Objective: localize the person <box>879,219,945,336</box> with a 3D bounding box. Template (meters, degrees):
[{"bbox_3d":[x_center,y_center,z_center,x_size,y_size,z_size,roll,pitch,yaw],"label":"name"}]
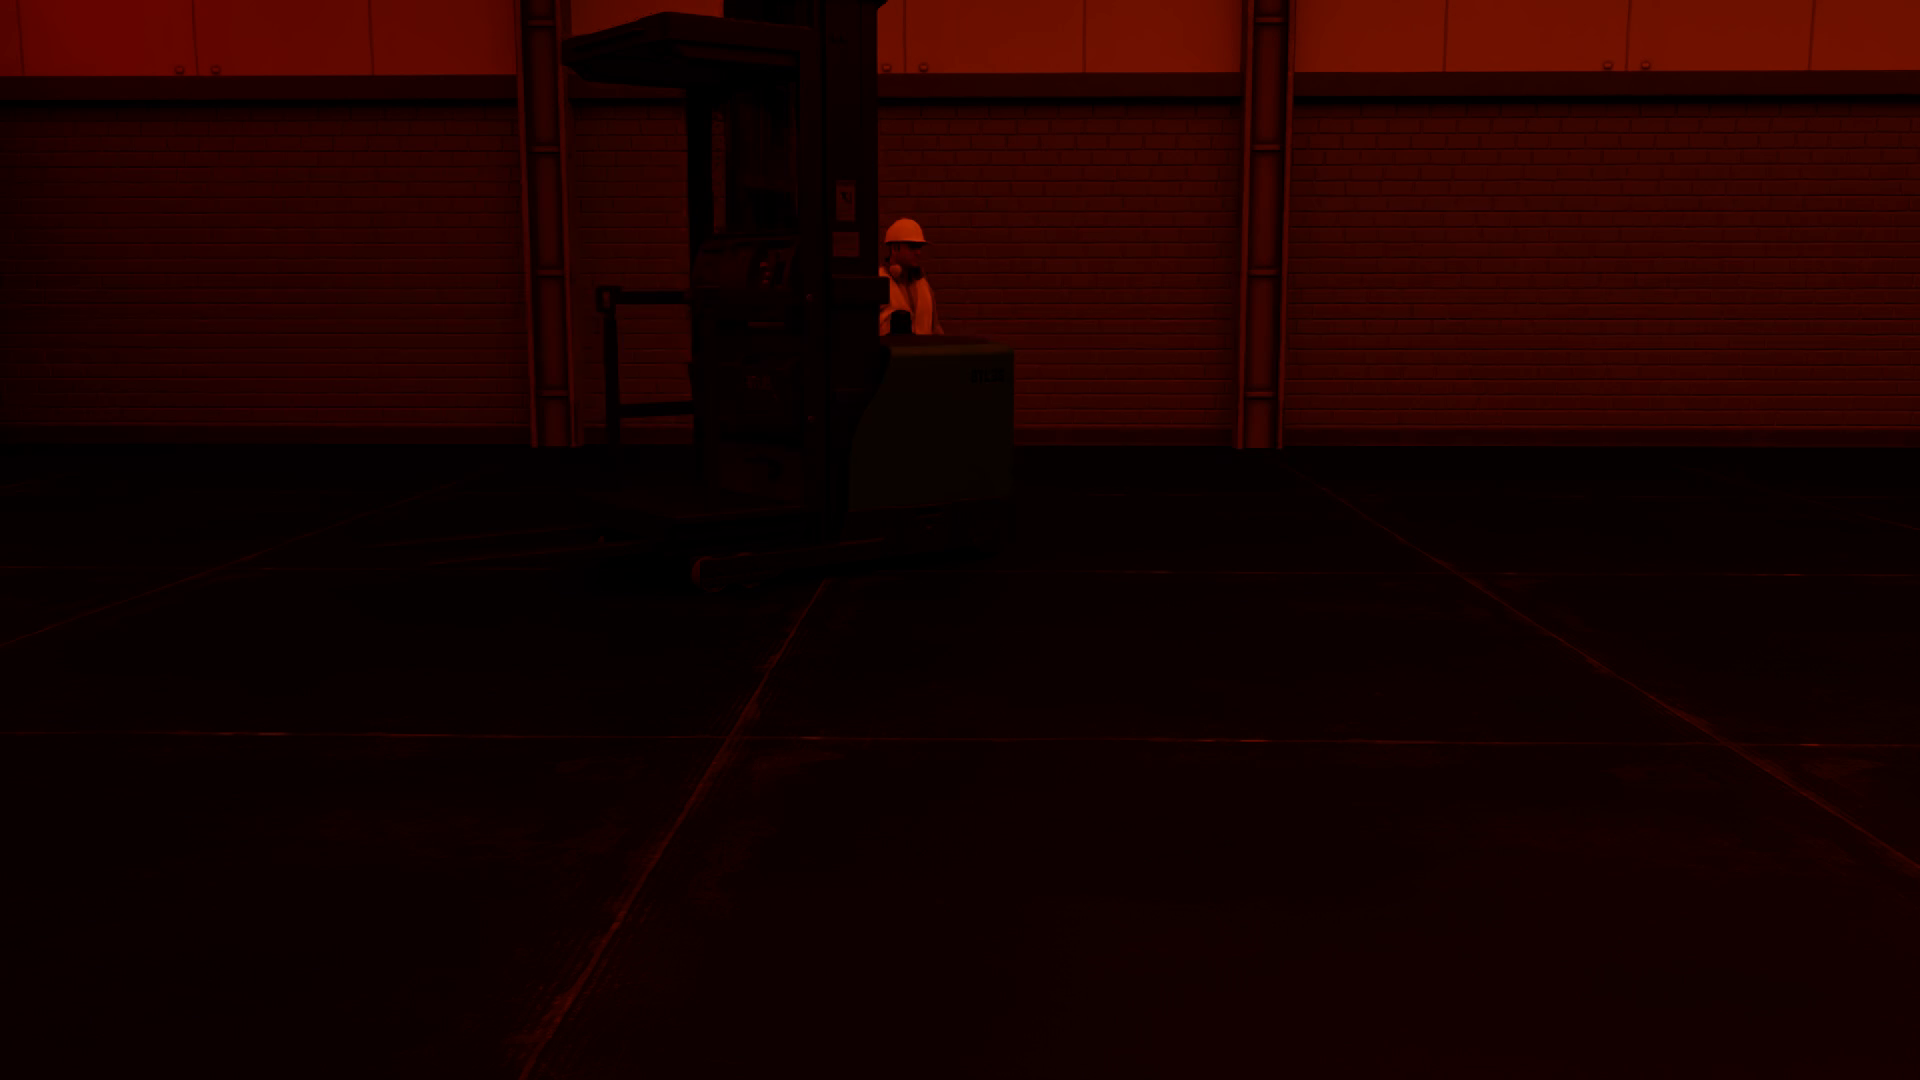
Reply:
[{"bbox_3d":[-0.333,-0.990,9.731,0.769,1.745,0.409,-7,11,-40],"label":"person"}]

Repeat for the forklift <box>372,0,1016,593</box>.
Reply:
[{"bbox_3d":[-1.195,-1.301,7.814,3.031,2.935,1.130,-6,11,-36],"label":"forklift"}]
